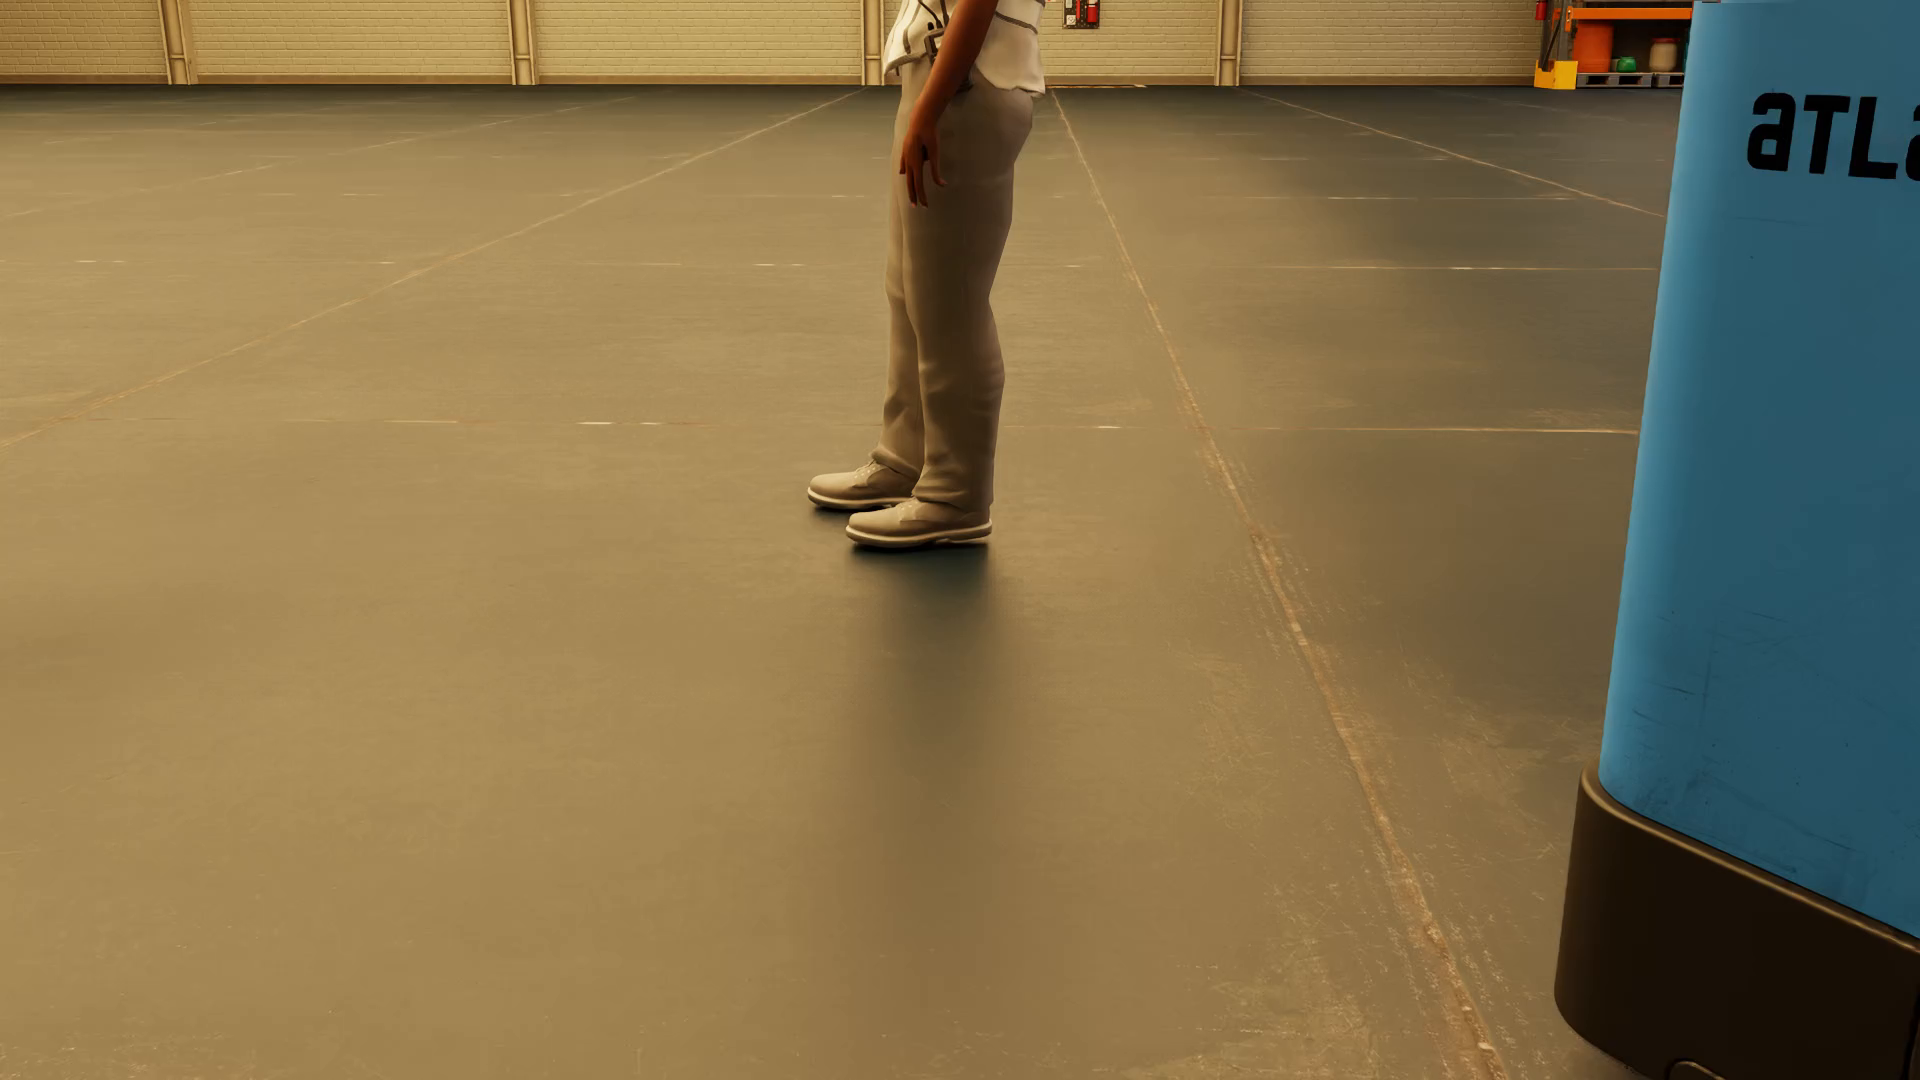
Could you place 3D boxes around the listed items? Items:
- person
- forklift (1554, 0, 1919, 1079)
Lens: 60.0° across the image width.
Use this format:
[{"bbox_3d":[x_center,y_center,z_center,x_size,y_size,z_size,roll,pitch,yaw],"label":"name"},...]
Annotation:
[{"bbox_3d":[-0.074,-0.823,3.140,0.529,1.694,0.569,1,17,2],"label":"person"},{"bbox_3d":[1.796,-0.578,0.289,1.130,2.935,3.031,-11,20,-30],"label":"forklift"}]
